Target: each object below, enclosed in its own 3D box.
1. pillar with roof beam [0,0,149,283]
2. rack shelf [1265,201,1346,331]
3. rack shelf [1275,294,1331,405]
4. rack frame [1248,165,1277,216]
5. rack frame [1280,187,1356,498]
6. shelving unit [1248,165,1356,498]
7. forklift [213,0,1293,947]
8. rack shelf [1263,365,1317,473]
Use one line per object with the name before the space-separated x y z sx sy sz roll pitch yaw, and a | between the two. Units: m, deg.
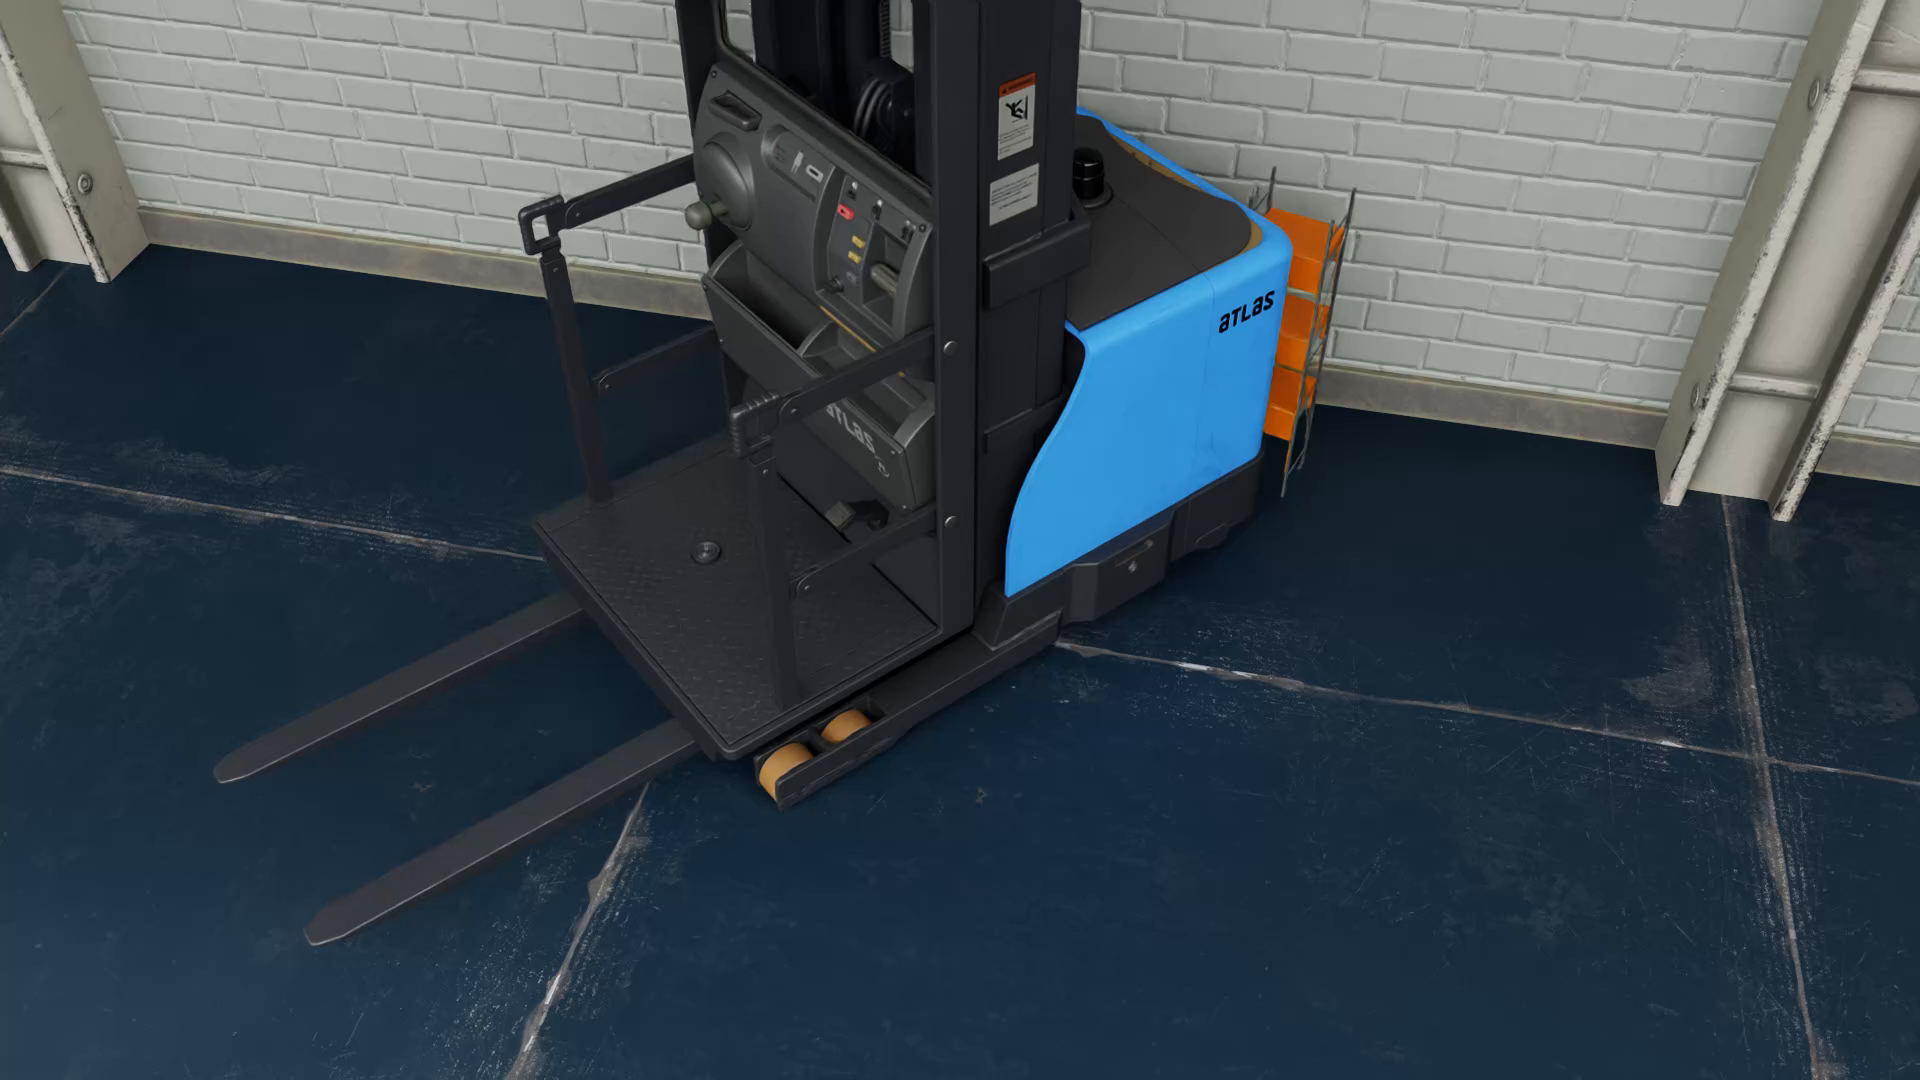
pillar with roof beam | -4.301 -1.429 0.246 0.400 9.000 9.100 9 45 9
rack shelf | 0.984 -0.815 4.945 0.240 0.259 0.215 21 48 20
rack shelf | 0.984 -0.610 5.142 0.240 0.259 0.215 21 48 20
rack frame | 0.877 -0.659 5.177 0.008 1.050 0.200 21 48 20
rack frame | 1.091 -0.577 5.092 0.008 1.050 0.200 21 48 20
shelving unit | 0.984 -0.618 5.135 0.252 1.050 0.215 21 48 20
forklift | -0.538 -0.759 3.925 3.031 2.935 1.130 -28 51 -26
rack shelf | 0.984 -0.410 5.335 0.240 0.259 0.215 21 48 20
